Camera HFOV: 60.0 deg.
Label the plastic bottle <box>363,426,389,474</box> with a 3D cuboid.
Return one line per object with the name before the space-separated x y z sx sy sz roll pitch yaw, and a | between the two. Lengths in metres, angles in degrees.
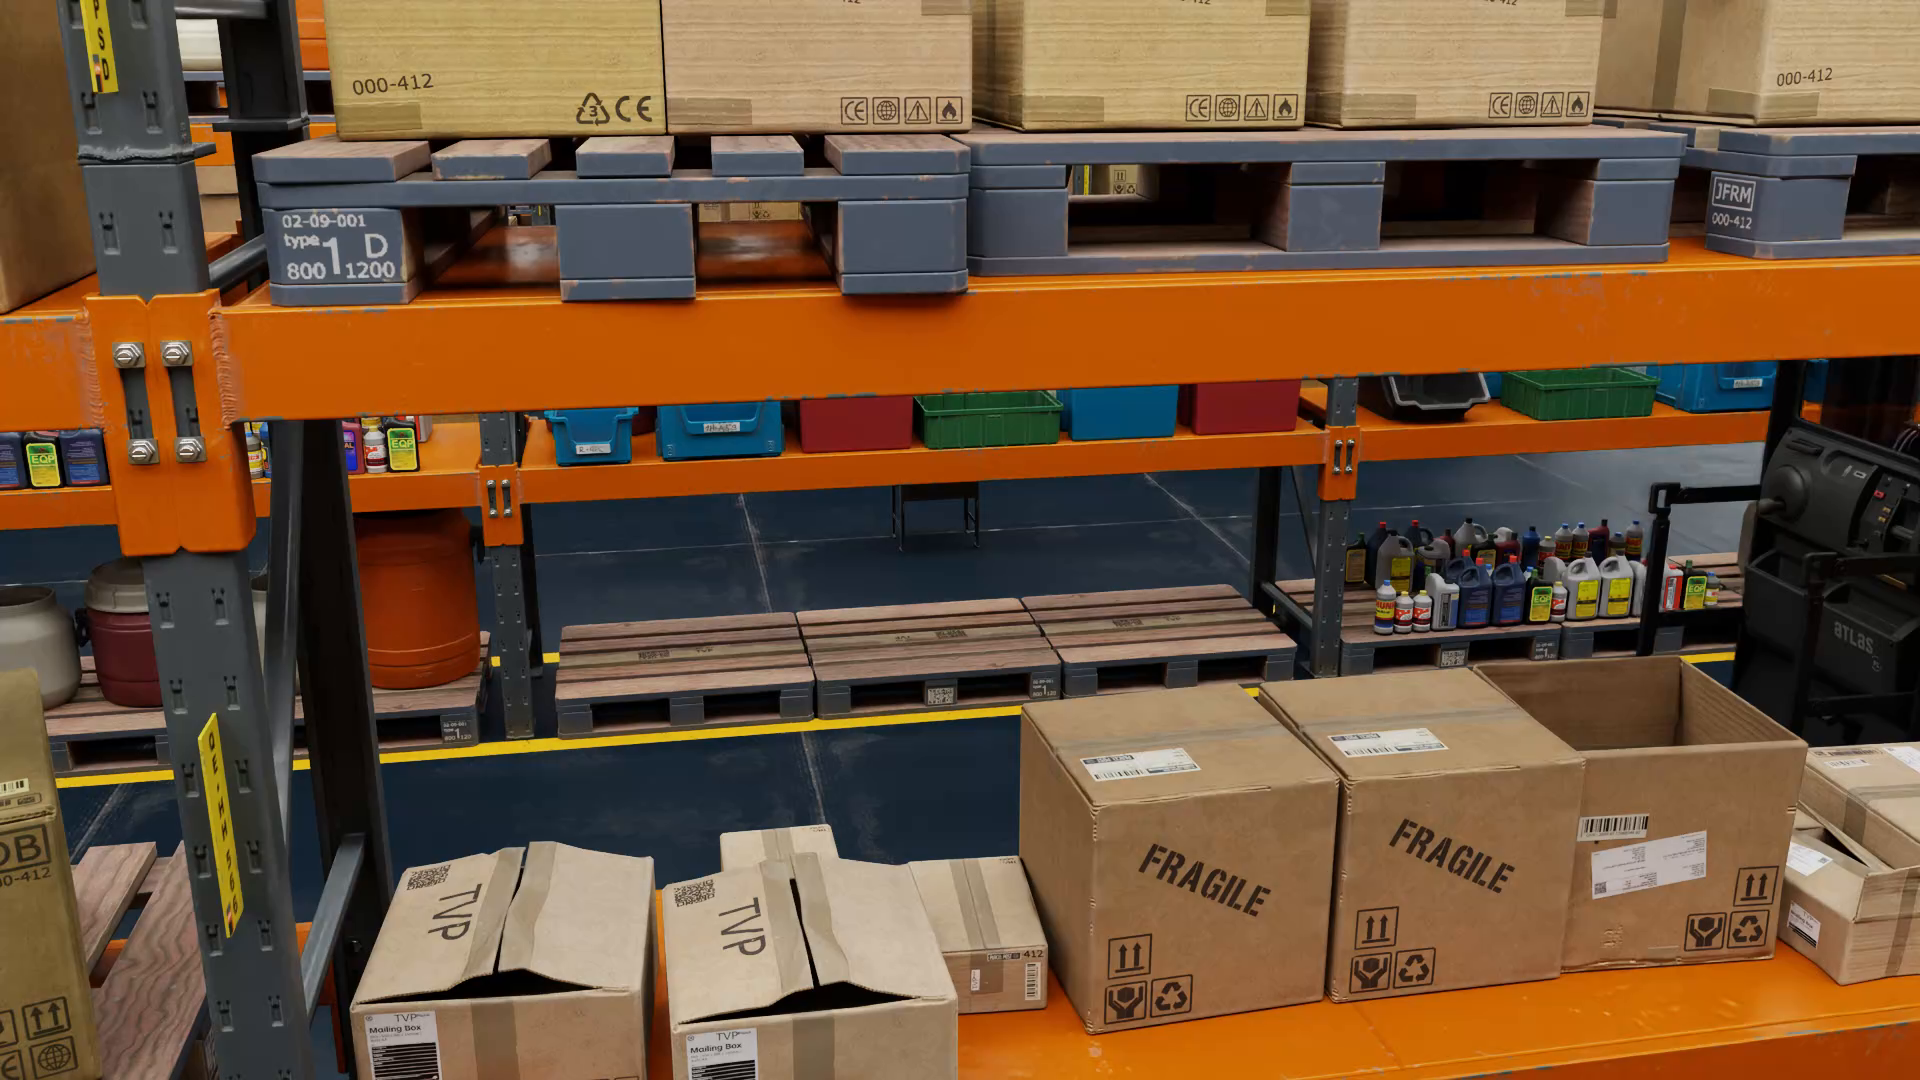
plastic bottle | -2.582 -0.401 7.347 0.097 0.201 0.097 0 17 0

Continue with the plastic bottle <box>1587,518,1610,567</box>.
plastic bottle | 3.641 0.018 9.521 0.133 0.283 0.061 -3 17 -10

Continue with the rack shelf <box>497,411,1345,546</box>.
rack shelf | -0.185 -0.410 8.264 4.000 0.370 1.077 -3 17 -10

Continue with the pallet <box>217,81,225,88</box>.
pallet | -4.808 -3.300 11.660 1.213 0.211 1.003 -2 17 -8

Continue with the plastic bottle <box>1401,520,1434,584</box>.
plastic bottle | 2.545 0.061 9.268 0.185 0.351 0.144 -4 18 -13

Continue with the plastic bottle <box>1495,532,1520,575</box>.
plastic bottle | 3.043 0.098 9.262 0.133 0.283 0.061 -3 17 -10

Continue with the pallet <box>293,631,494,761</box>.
pallet | -2.915 0.746 8.023 1.213 0.211 1.003 -3 17 -10

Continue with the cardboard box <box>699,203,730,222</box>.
cardboard box | -2.037 -2.421 12.699 0.500 0.500 0.700 -1 17 -2

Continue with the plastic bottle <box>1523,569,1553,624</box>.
plastic bottle | 3.005 0.290 8.637 0.133 0.283 0.061 -2 17 -8

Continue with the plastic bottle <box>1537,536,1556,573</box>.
plastic bottle | 3.335 0.080 9.458 0.097 0.201 0.097 0 17 0

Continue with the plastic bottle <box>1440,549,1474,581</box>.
plastic bottle | 2.623 0.223 8.738 0.185 0.351 0.144 -3 17 -10

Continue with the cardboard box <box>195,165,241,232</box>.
cardboard box | -5.107 -2.487 11.922 0.637 0.503 0.797 -3 17 -9

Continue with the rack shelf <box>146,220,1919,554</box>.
rack shelf | 0.751 -0.416 3.174 4.000 0.370 1.077 -3 17 -10

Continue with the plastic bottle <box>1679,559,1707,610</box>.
plastic bottle | 3.875 0.240 8.798 0.133 0.283 0.061 -3 17 -9

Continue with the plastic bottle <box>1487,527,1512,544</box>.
plastic bottle | 3.022 0.071 9.363 0.135 0.276 0.152 -3 17 -9

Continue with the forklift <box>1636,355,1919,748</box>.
forklift | 3.298 -0.209 6.501 3.031 2.935 1.130 -3 17 -9

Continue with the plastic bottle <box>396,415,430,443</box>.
plastic bottle | -2.606 -0.609 7.896 0.135 0.276 0.152 -3 17 -10

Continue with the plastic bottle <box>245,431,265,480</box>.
plastic bottle | -3.095 -0.372 7.253 0.097 0.201 0.097 0 17 0

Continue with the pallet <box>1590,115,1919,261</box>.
pallet | 1.851 -0.727 3.287 1.217 0.209 0.805 -4 18 -13

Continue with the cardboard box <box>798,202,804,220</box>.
cardboard box | -1.457 -3.614 17.300 0.500 0.500 0.500 -3 17 -10

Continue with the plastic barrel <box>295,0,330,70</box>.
plastic barrel | -2.707 -2.452 7.130 0.708 0.830 0.600 -3 17 -10

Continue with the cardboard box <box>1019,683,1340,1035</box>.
cardboard box | 0.432 0.639 3.451 0.500 0.500 0.500 -4 18 -13

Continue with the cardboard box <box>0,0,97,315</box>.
cardboard box | -1.635 -0.662 2.580 0.500 0.500 0.910 -3 17 -10

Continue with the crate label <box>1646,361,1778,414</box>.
crate label | 3.950 -0.925 8.654 0.616 0.435 0.502 -3 17 -10

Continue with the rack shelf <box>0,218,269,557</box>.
rack shelf | -3.176 -0.193 2.449 4.000 0.370 1.077 -3 17 -10

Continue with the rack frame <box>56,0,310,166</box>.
rack frame | -1.213 -2.082 2.265 0.127 3.000 1.000 -3 17 -10

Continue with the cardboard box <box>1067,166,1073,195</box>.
cardboard box | 0.893 -3.862 18.020 0.550 0.550 0.875 -3 17 -10

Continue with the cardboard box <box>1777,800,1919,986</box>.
cardboard box | 1.886 0.729 3.559 0.258 0.266 0.396 -4 17 -12

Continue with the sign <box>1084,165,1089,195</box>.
sign | 0.948 -2.687 12.480 0.005 0.325 0.100 -3 17 -10

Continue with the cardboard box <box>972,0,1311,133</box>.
cardboard box | 0.297 -0.882 3.006 0.500 0.250 0.500 -4 17 -12

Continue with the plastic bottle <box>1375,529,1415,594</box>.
plastic bottle | 2.384 0.113 9.097 0.185 0.351 0.144 -3 17 -10

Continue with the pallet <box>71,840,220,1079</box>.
pallet | -1.865 0.935 2.985 1.003 0.211 1.213 -3 17 -10

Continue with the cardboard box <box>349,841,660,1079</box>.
cardboard box | -0.847 0.820 3.184 0.500 0.311 0.500 -2 17 -7

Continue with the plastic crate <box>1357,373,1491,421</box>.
plastic crate | 2.317 -0.828 8.506 0.504 0.338 0.767 -3 17 -10

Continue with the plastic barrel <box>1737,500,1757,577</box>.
plastic barrel | 4.582 -0.013 9.268 0.421 0.512 0.421 0 17 0

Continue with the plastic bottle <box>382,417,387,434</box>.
plastic bottle | -2.754 -0.652 8.044 0.097 0.271 0.097 0 17 0

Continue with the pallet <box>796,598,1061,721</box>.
pallet | -0.185 0.591 8.527 1.213 0.211 1.003 -3 17 -10

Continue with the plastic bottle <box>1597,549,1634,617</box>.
plastic bottle | 3.435 0.220 8.747 0.185 0.351 0.144 -3 17 -8

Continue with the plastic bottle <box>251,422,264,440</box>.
plastic bottle | -3.339 -0.585 7.946 0.097 0.201 0.097 0 17 0

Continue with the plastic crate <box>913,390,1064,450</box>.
plastic crate | 0.122 -0.586 7.971 0.662 0.188 0.450 -3 17 -10

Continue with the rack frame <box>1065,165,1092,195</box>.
rack frame | 0.839 -2.293 13.170 0.127 3.000 1.000 -3 17 -10

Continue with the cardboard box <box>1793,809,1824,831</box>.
cardboard box | 1.806 0.673 3.939 0.250 0.149 0.380 -3 17 -10

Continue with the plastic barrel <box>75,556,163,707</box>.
plastic barrel | -3.735 0.404 7.779 0.708 0.588 0.600 -3 17 -10

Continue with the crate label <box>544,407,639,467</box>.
crate label | -1.664 -0.478 7.545 0.416 0.233 0.303 -3 17 -10

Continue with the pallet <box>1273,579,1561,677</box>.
pallet | 2.446 0.442 9.013 1.213 0.211 1.003 -3 17 -10

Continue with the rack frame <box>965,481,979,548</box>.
rack frame | 0.077 -1.008 10.518 0.015 2.100 0.400 -3 17 -10

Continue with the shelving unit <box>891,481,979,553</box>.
shelving unit | -0.163 -0.995 10.473 0.503 2.100 0.431 -3 17 -10

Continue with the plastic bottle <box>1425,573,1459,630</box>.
plastic bottle | 2.487 0.309 8.587 0.135 0.276 0.152 -3 17 -8

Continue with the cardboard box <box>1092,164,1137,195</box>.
cardboard box | 1.329 -2.913 12.808 0.500 0.500 0.500 -3 17 -10

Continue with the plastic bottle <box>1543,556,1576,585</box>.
plastic bottle | 3.200 0.225 8.859 0.135 0.276 0.152 -3 17 -10

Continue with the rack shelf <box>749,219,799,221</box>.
rack shelf | -1.966 -3.274 17.586 4.000 0.370 1.077 -3 17 -10

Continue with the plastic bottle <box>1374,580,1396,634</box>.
plastic bottle | 2.175 0.337 8.503 0.097 0.271 0.097 0 17 0
